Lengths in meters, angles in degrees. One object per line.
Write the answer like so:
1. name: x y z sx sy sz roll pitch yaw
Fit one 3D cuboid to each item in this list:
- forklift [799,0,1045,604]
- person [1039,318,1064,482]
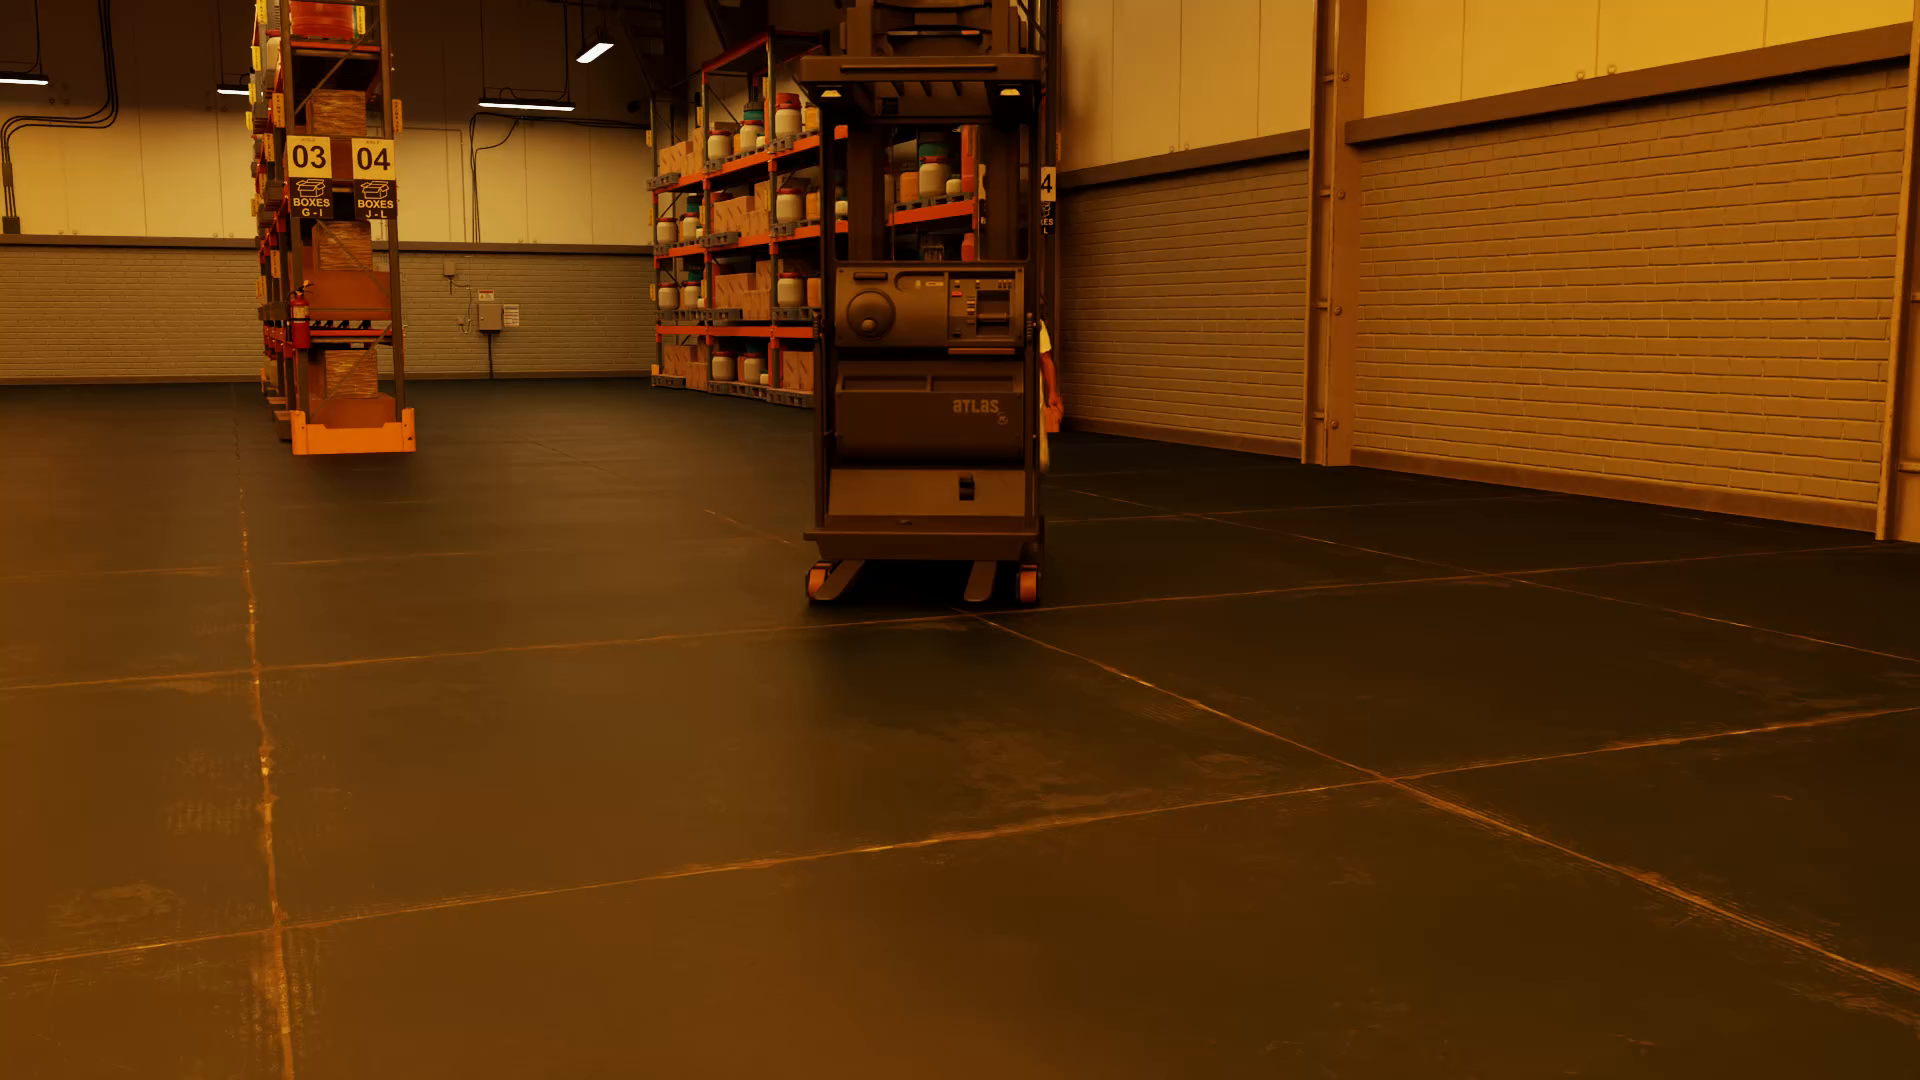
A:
1. forklift: -0.157 -1.190 7.968 1.130 2.935 3.031 0 8 3
2. person: 0.257 -0.785 9.744 0.755 1.679 0.732 -1 8 -11
